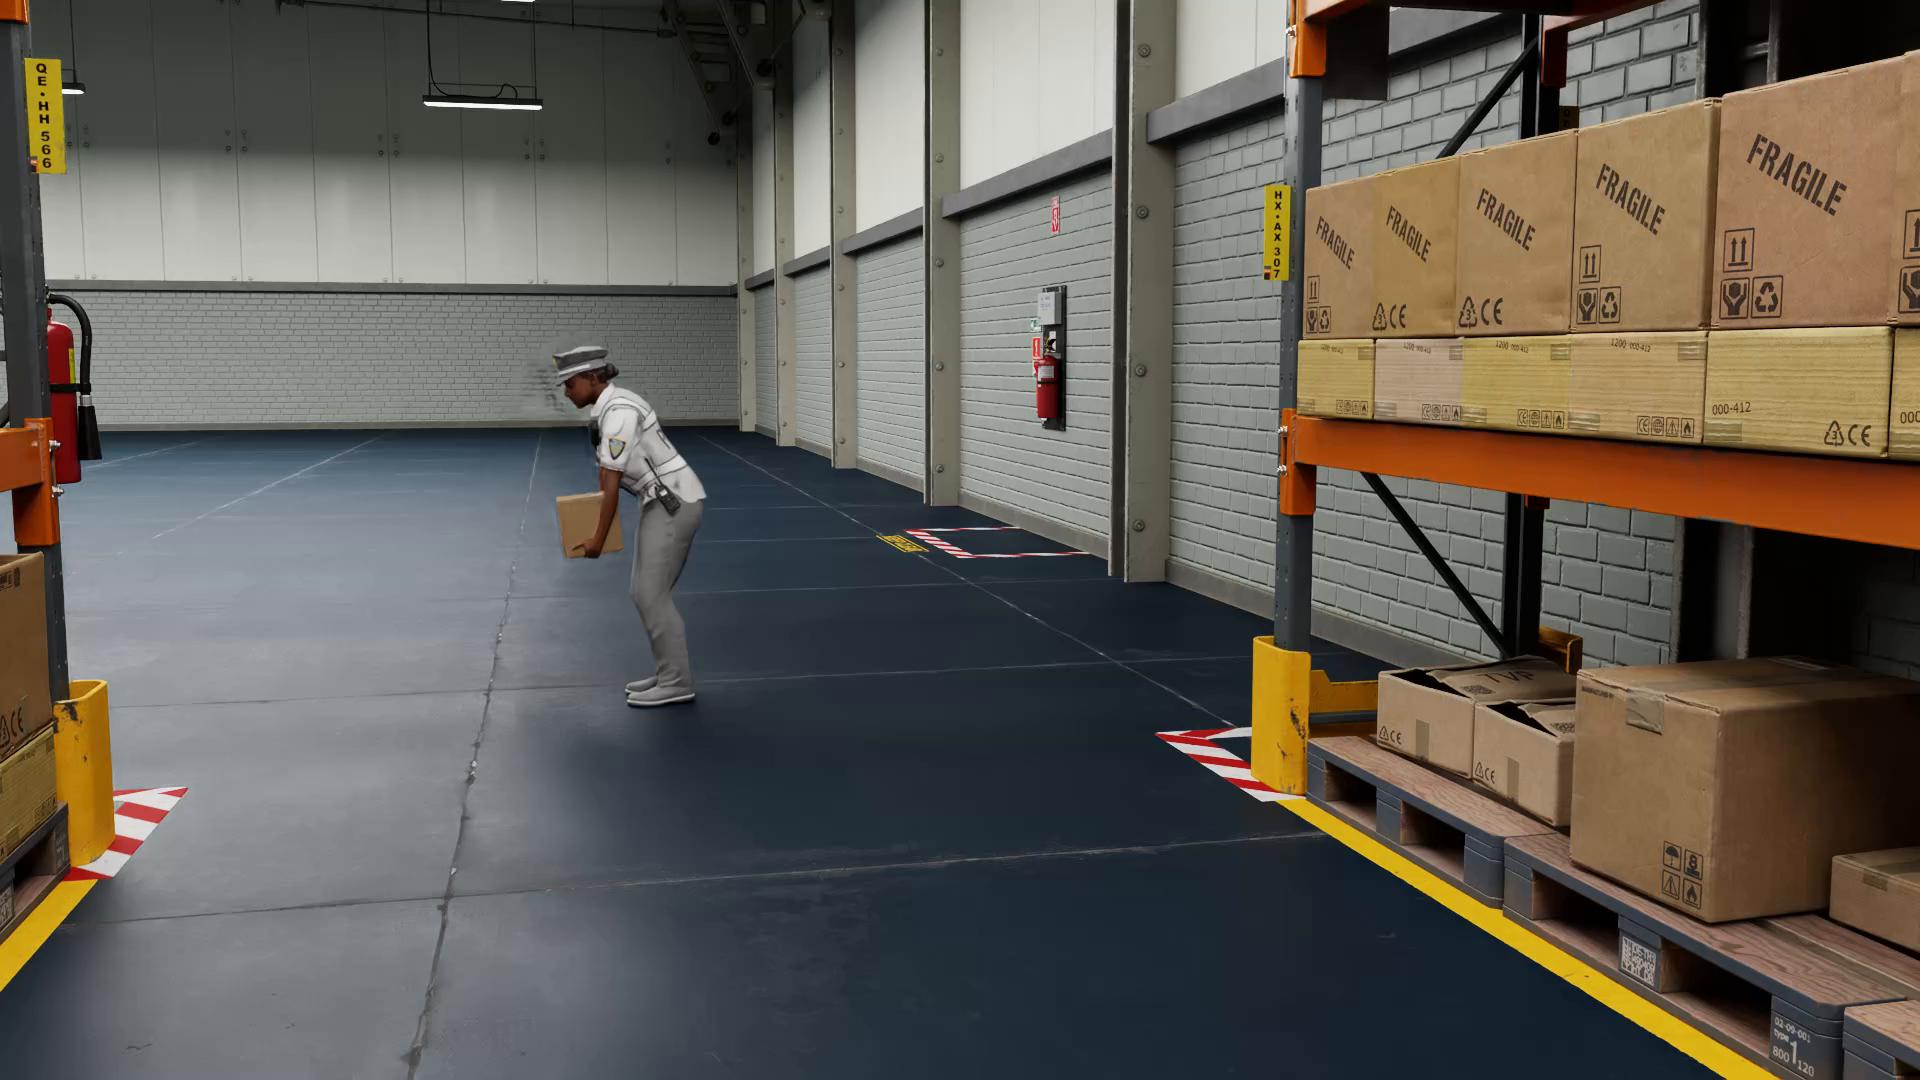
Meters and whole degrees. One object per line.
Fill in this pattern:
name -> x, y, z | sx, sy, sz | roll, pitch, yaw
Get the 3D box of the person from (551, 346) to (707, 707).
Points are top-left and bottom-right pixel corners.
person -> -1.435, -0.062, 7.273 | 0.648, 1.558, 0.412 | -2, 6, -15
